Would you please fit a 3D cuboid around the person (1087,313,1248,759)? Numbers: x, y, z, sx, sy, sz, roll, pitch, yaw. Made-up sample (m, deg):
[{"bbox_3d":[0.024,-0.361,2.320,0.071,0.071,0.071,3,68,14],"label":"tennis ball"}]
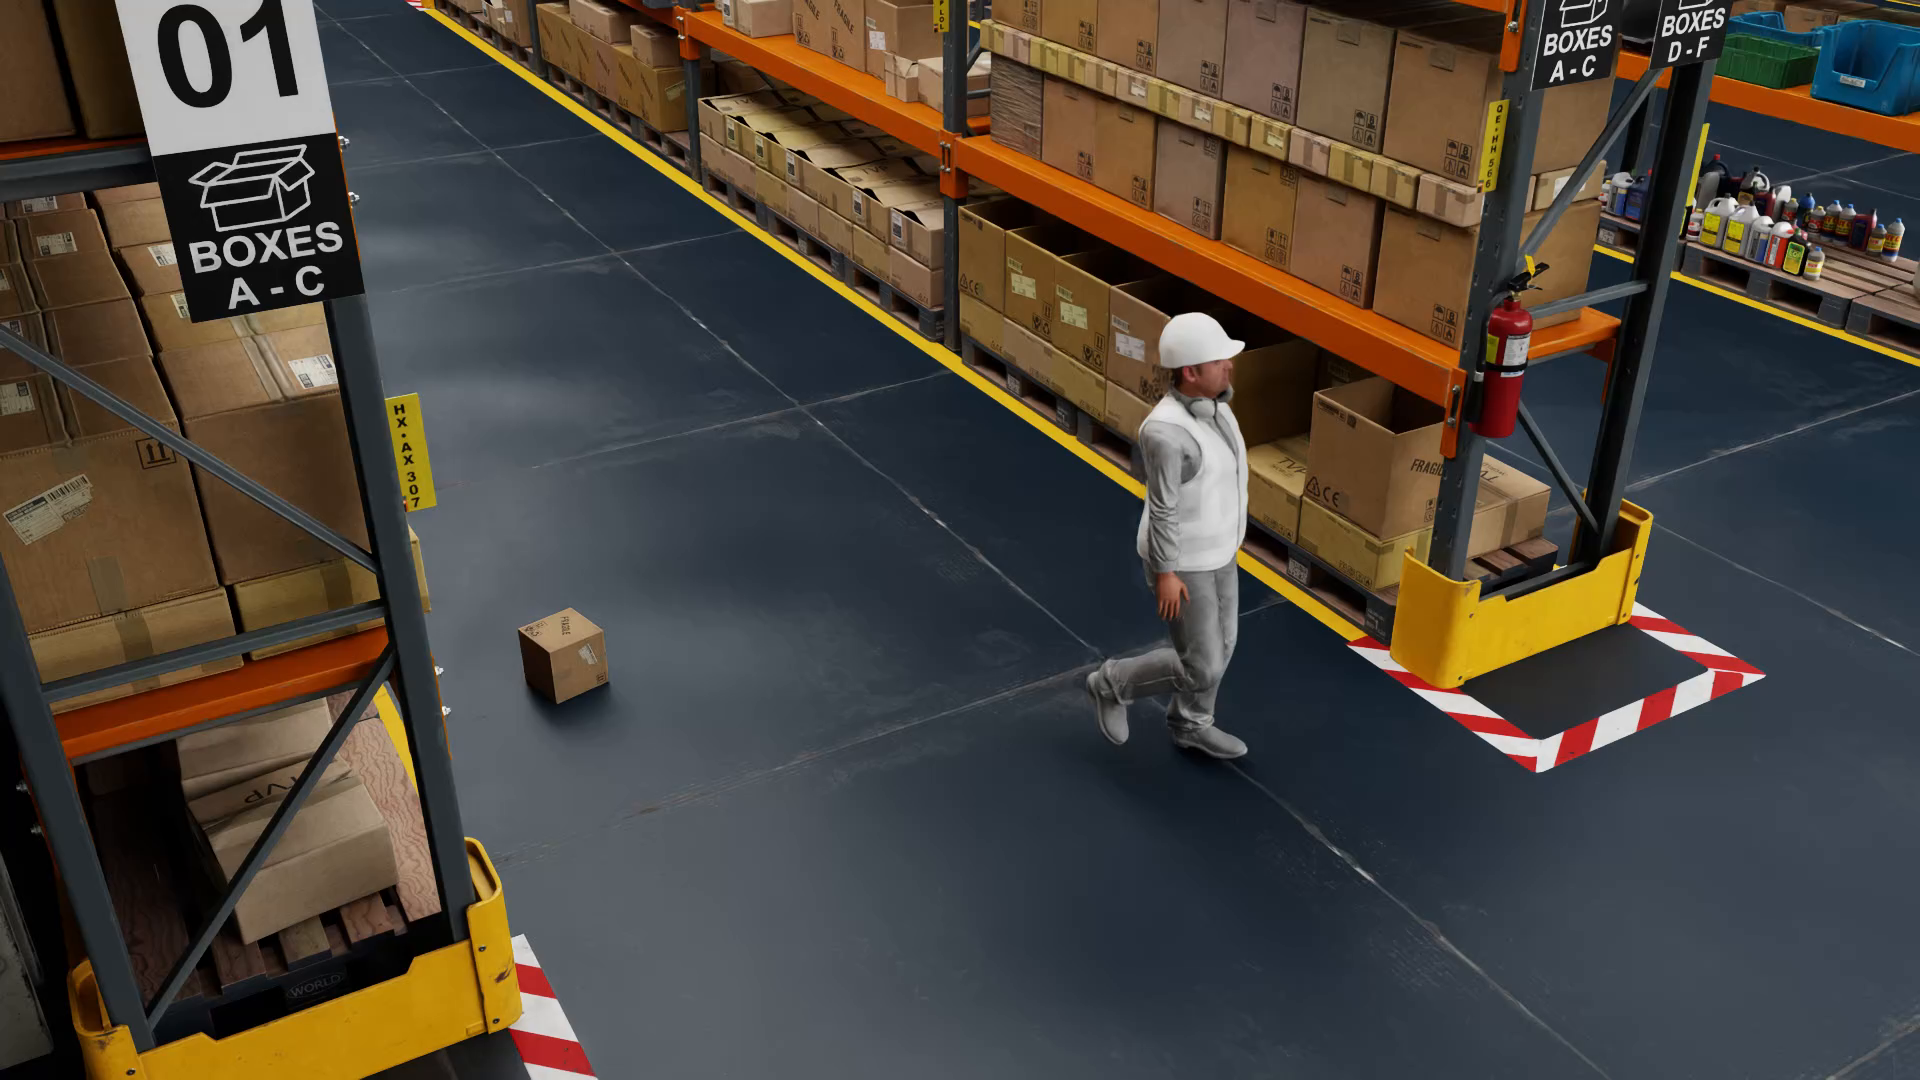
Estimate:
[{"bbox_3d":[0.806,0.018,6.013,0.597,1.759,0.545,14,32,24],"label":"person"}]
